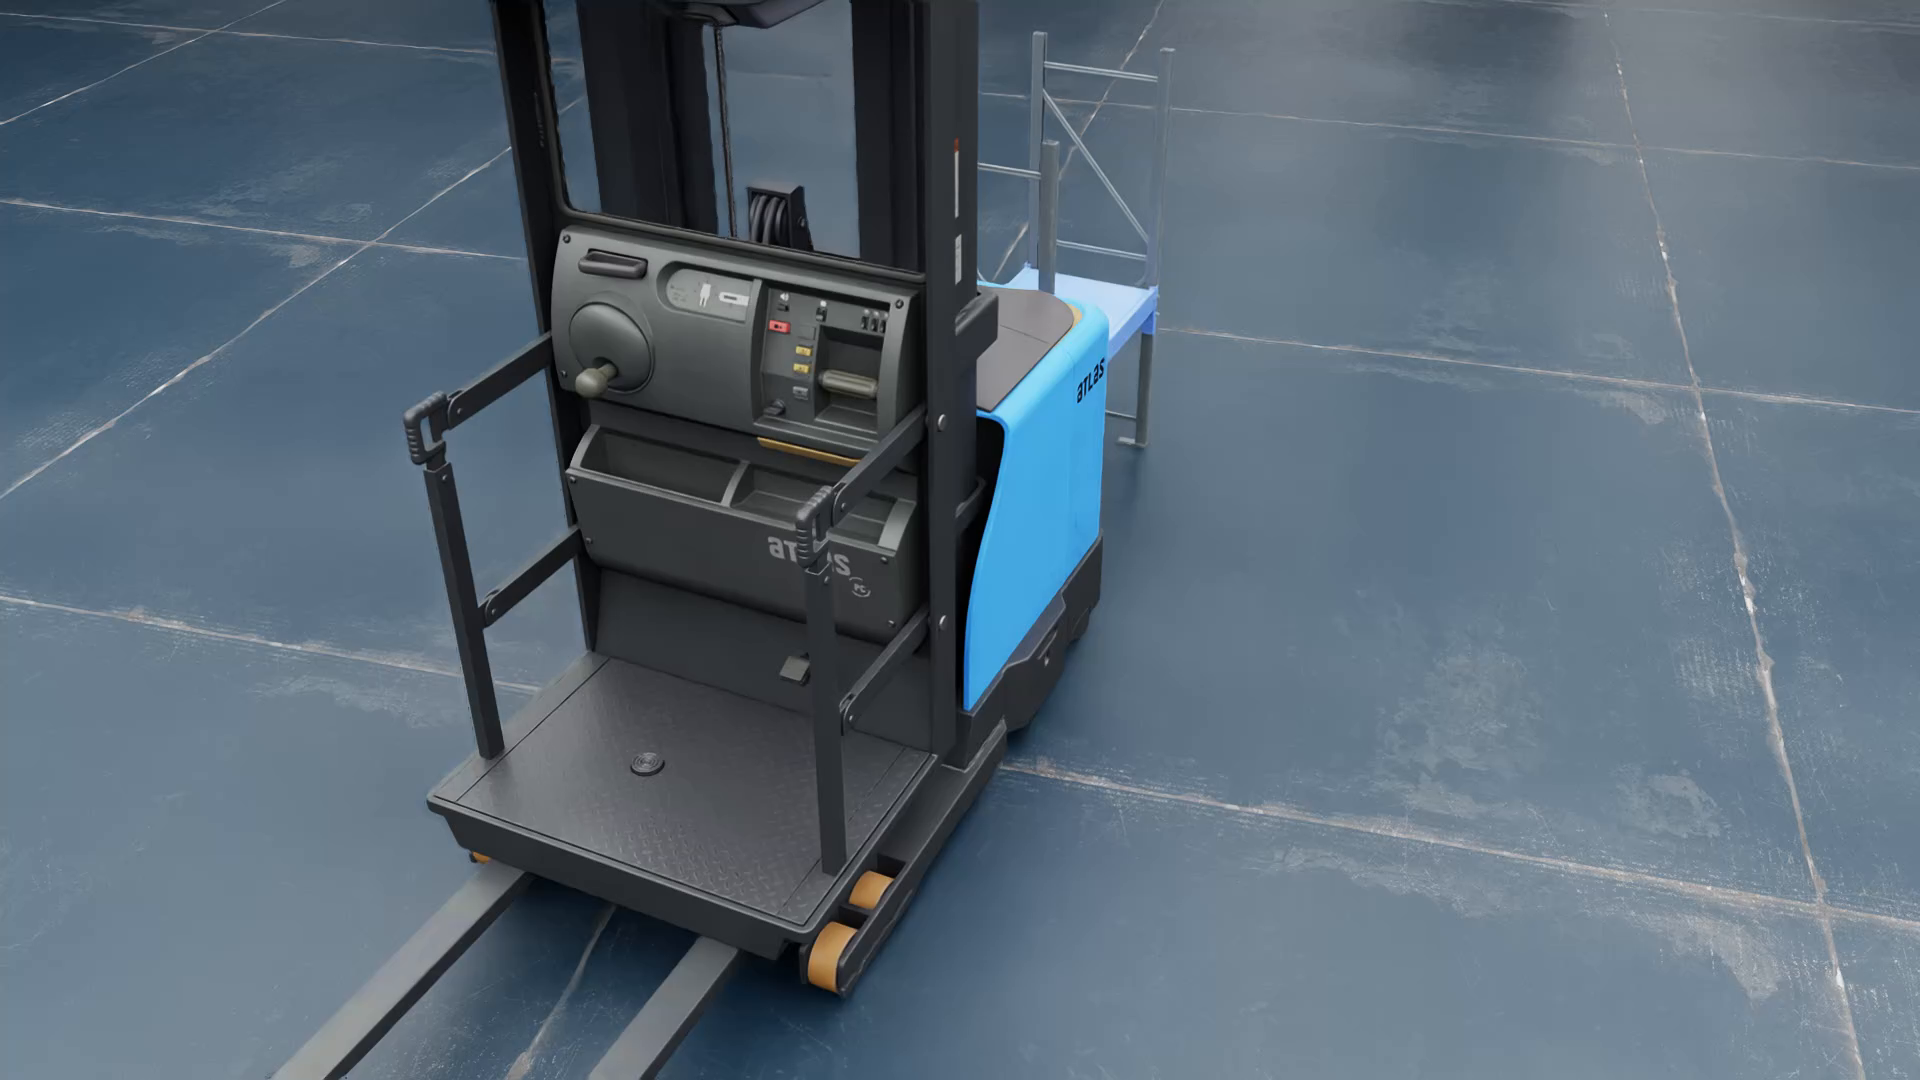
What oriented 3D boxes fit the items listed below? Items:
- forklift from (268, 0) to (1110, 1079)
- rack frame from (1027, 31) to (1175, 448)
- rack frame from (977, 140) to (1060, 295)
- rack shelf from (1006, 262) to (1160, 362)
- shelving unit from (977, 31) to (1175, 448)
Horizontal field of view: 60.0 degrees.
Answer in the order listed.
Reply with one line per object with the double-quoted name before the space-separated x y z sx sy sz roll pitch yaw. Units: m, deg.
"forklift" -0.630 -0.410 3.663 1.130 2.935 3.031 14 35 21
"rack frame" 0.480 -1.045 5.996 0.500 1.500 0.032 14 35 21
"rack frame" 0.051 -0.551 5.218 0.500 1.500 0.032 14 35 21
"rack shelf" 0.266 -0.646 5.704 0.538 0.185 1.000 14 35 21
"shelving unit" 0.266 -0.798 5.607 0.538 1.500 1.048 14 35 21
